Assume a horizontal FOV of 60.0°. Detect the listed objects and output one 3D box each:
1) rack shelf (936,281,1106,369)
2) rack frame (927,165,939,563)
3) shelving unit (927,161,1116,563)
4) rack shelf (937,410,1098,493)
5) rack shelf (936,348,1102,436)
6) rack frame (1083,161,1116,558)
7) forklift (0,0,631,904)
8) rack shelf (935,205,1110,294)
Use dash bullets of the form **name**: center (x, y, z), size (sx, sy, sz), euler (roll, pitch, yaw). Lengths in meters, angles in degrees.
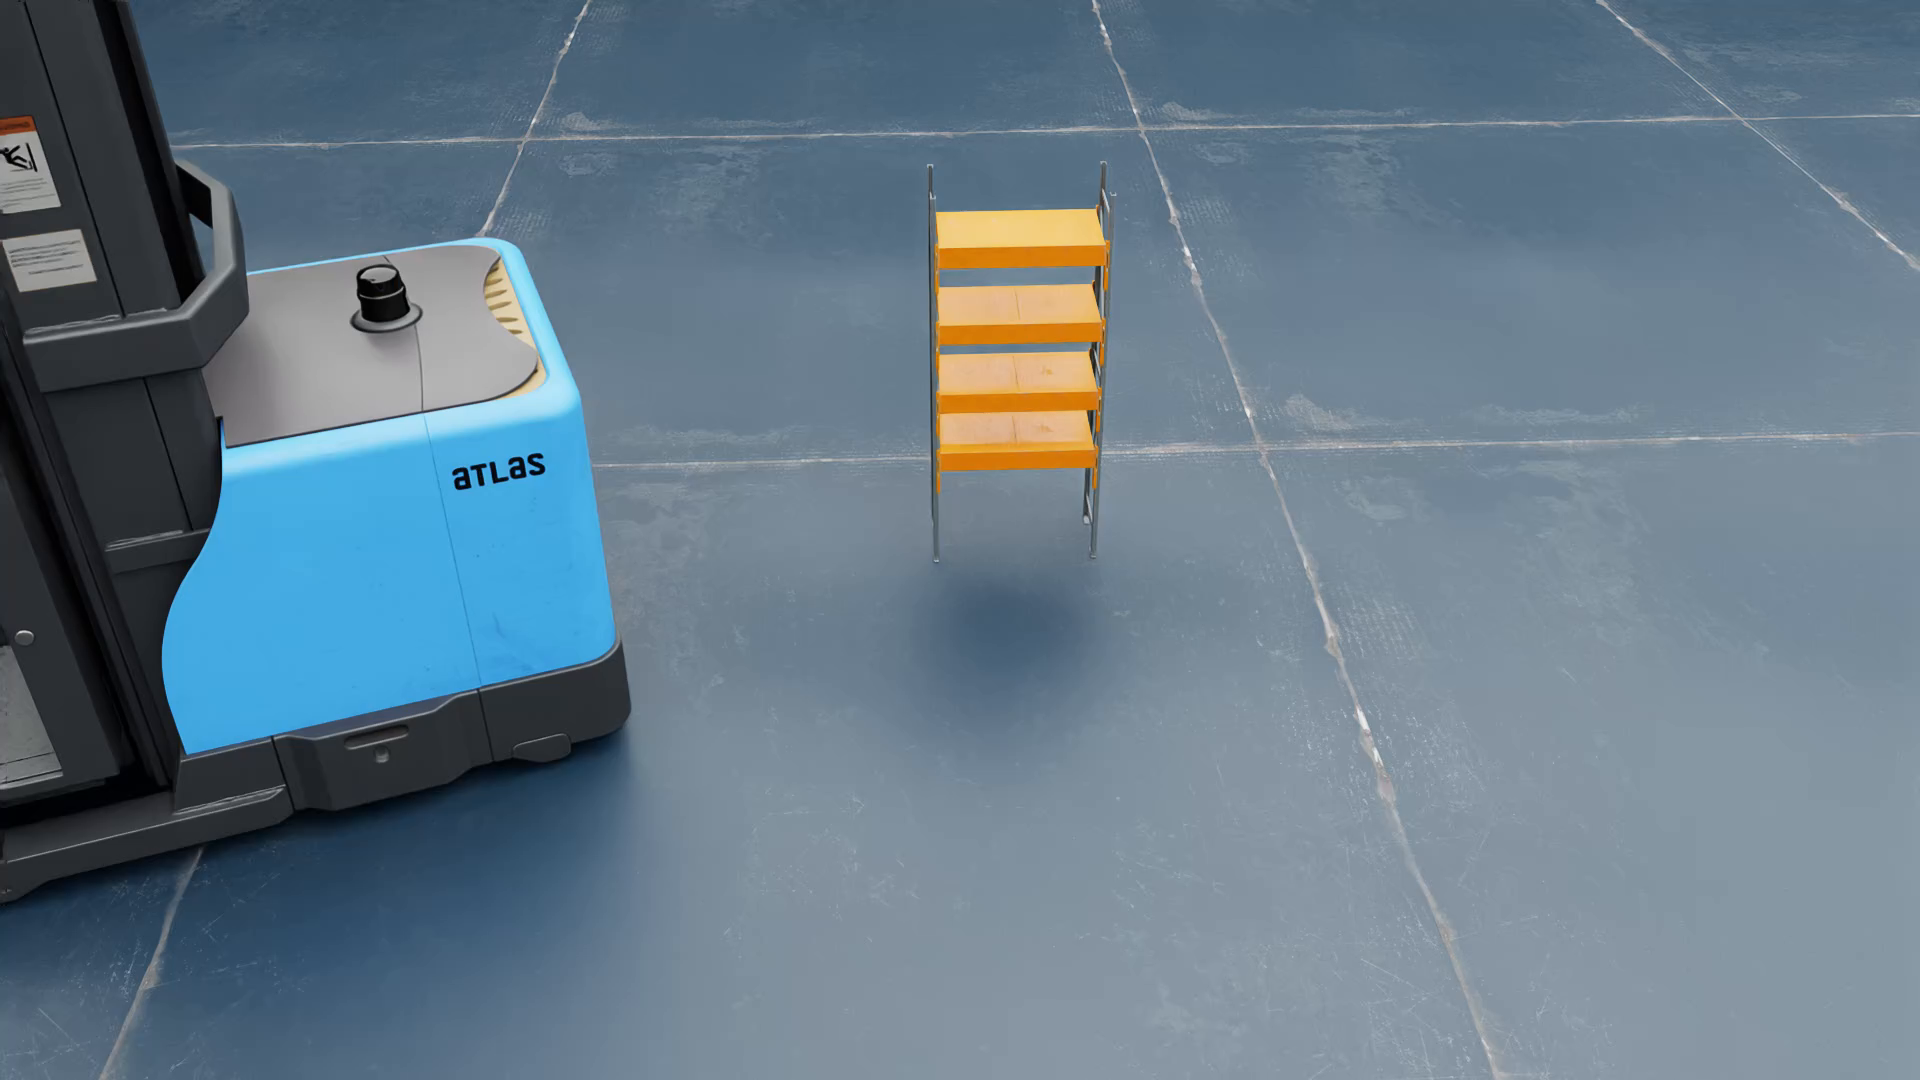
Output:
- **rack shelf**: center (0.165, -0.626, 4.826), size (0.480, 0.148, 0.258), euler (-2, 35, -2)
- **rack frame**: center (-0.078, -0.491, 4.905), size (0.015, 1.200, 0.240), euler (-2, 35, -2)
- **shelving unit**: center (0.165, -0.498, 4.915), size (0.503, 1.200, 0.258), euler (-2, 35, -2)
- **rack shelf**: center (0.165, -0.279, 5.066), size (0.480, 0.148, 0.258), euler (-2, 35, -2)
- **rack shelf**: center (0.165, -0.443, 4.953), size (0.480, 0.148, 0.258), euler (-2, 35, -2)
- **rack frame**: center (0.409, -0.504, 4.924), size (0.015, 1.200, 0.240), euler (-2, 35, -2)
- **forklift**: center (-2.452, -0.613, 3.560), size (3.031, 2.935, 1.130), euler (-13, 37, -18)
- **rack shelf**: center (0.165, -0.821, 4.691), size (0.480, 0.148, 0.258), euler (-2, 35, -2)
